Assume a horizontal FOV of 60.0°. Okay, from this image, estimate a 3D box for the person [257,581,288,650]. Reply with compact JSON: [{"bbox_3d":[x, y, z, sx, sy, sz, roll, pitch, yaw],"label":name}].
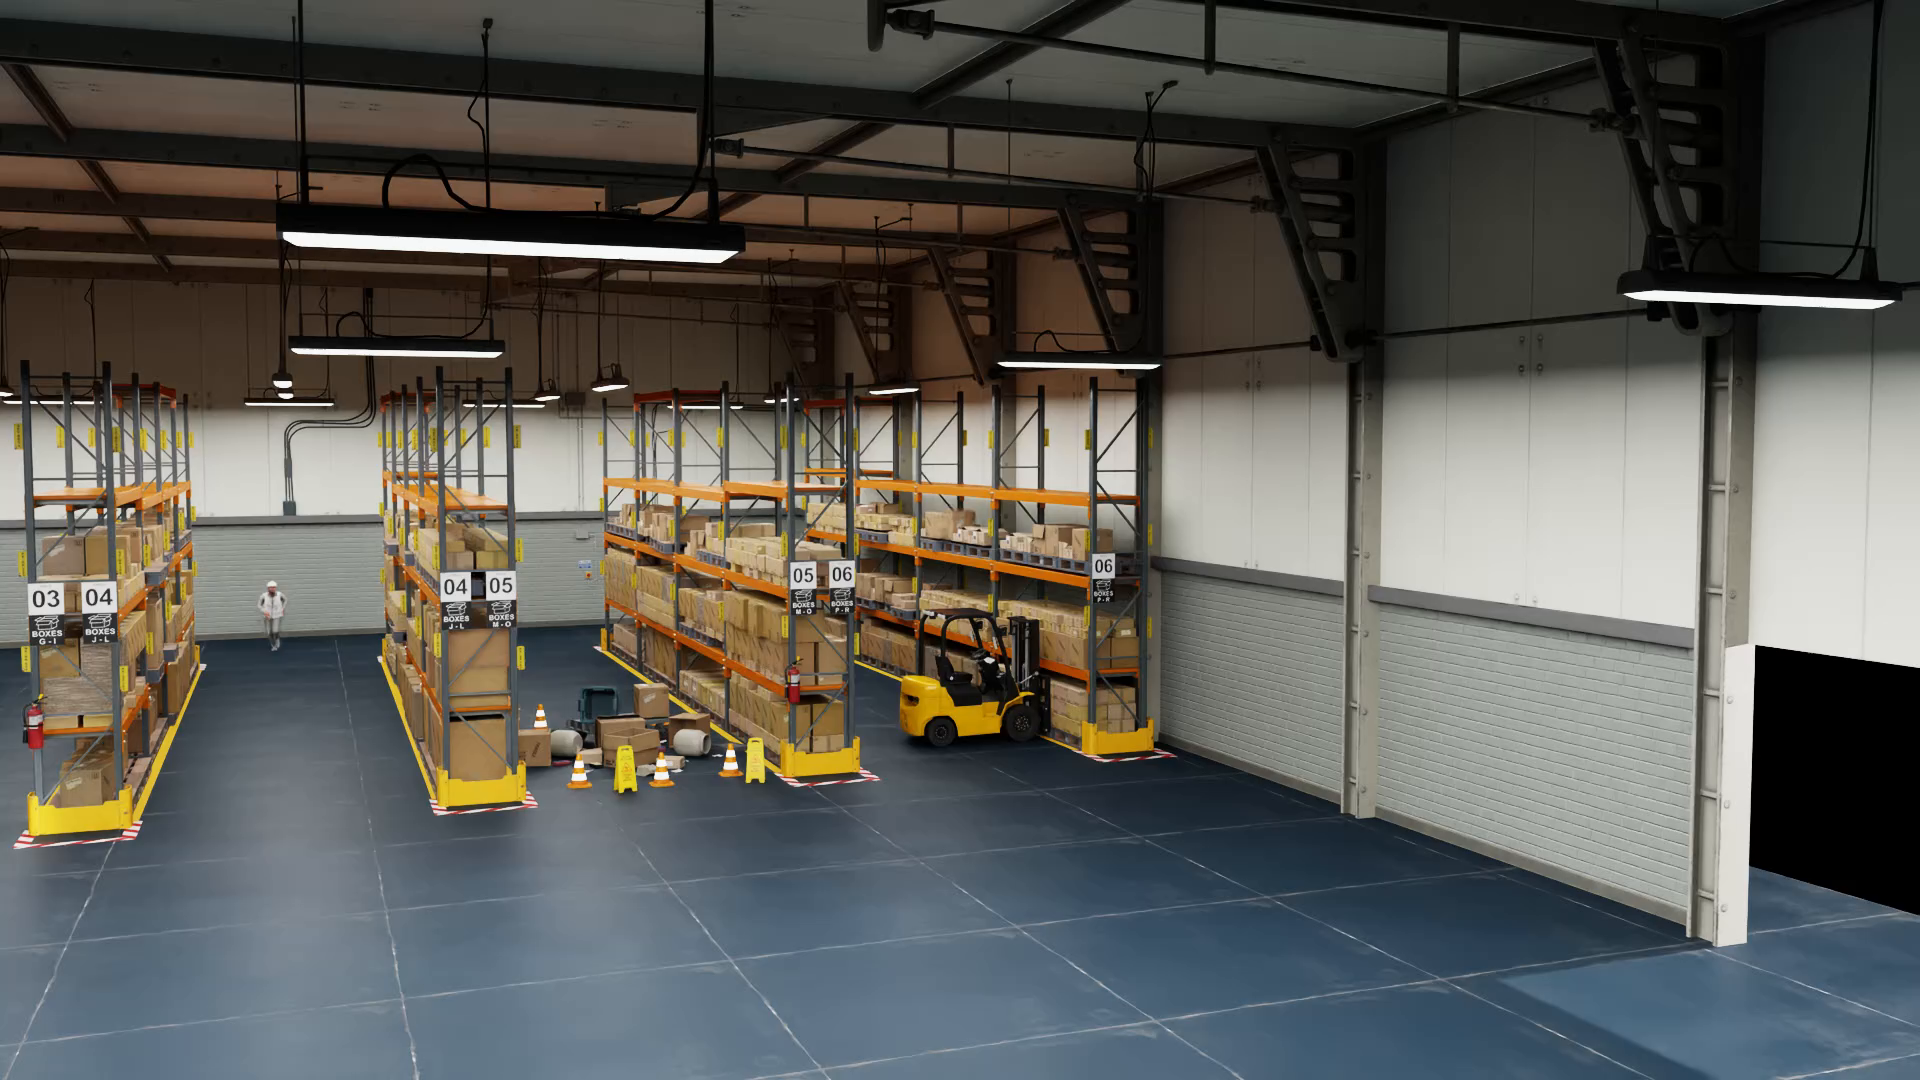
[{"bbox_3d":[-16.266,1.795,39.374,0.626,1.681,0.724,-1,4,-11],"label":"person"}]
